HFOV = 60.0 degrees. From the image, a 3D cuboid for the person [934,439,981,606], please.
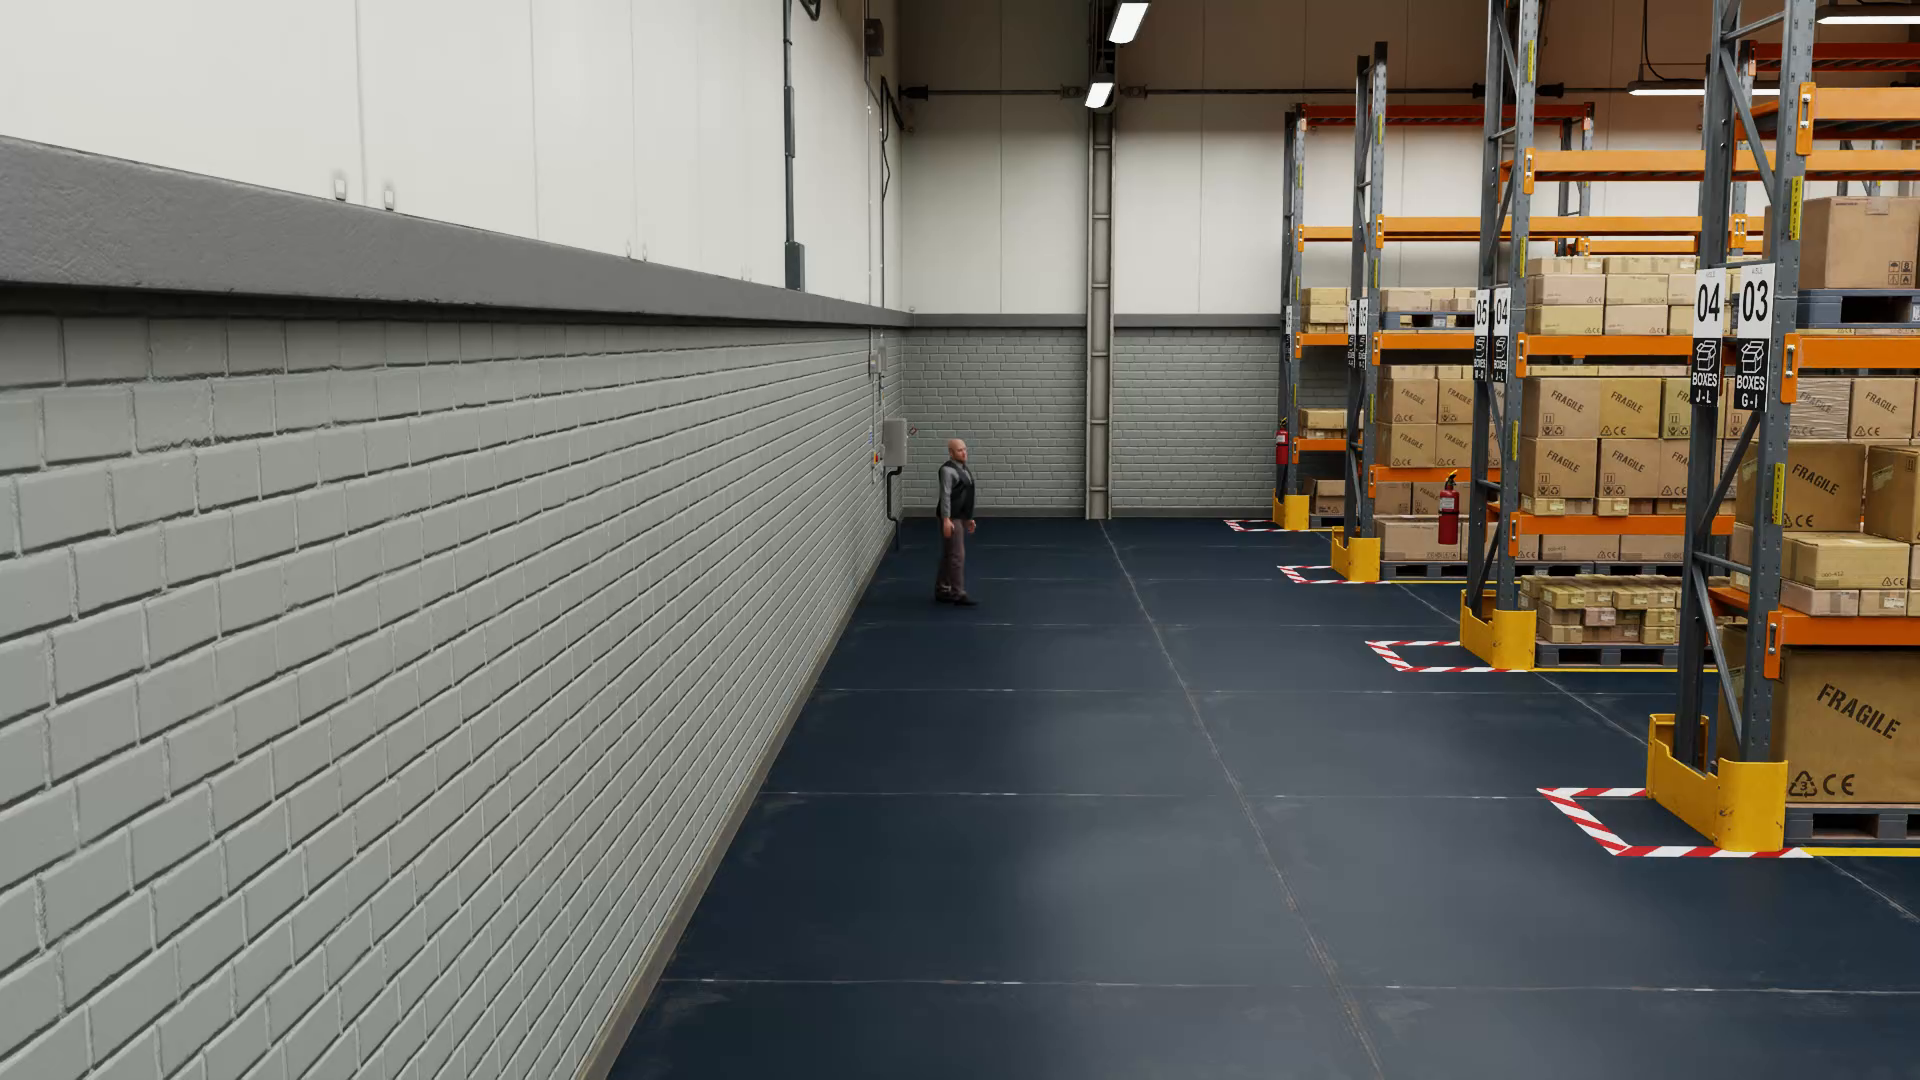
[{"bbox_3d":[-0.020,-0.189,17.204,0.587,1.719,0.621,2,7,17],"label":"person"}]
